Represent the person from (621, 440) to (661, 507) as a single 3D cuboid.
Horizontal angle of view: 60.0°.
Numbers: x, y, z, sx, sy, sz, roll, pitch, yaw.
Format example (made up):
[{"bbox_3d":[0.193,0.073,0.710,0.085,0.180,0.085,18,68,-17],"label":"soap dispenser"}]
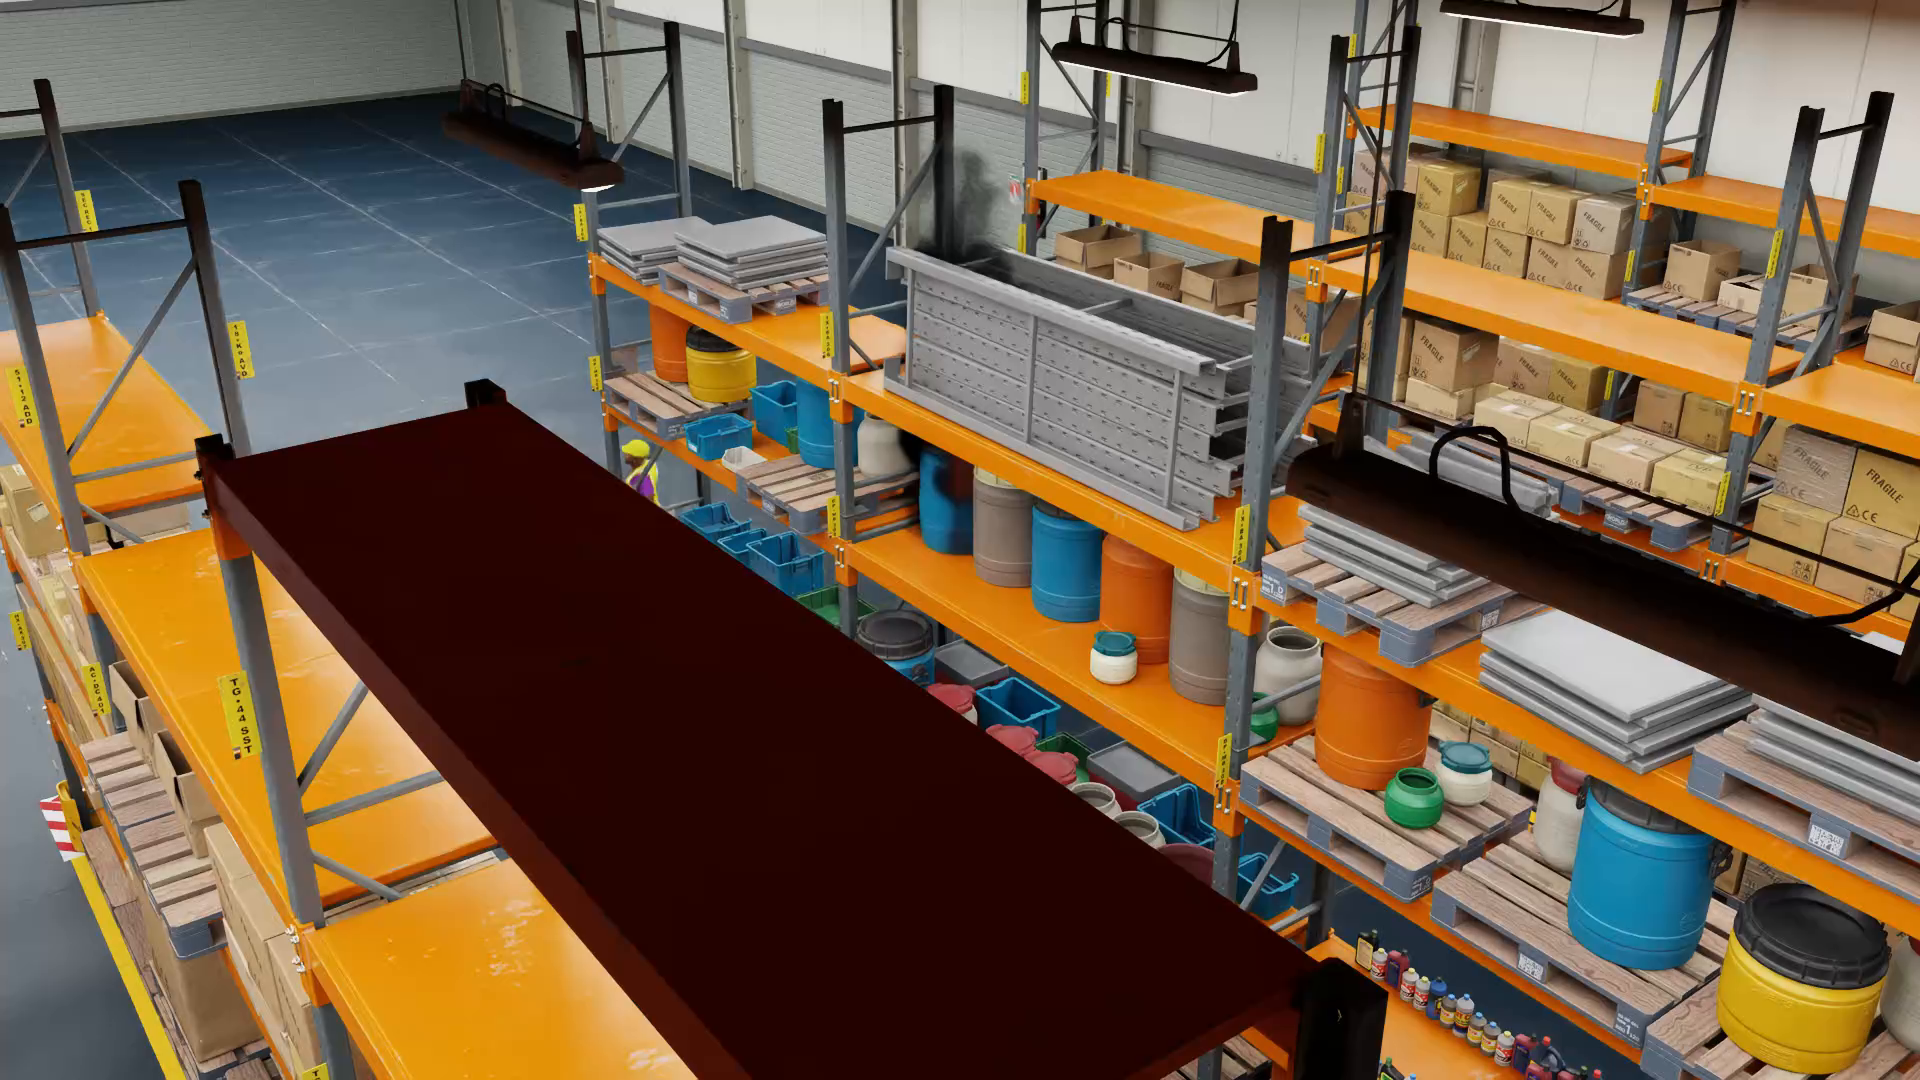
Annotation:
[{"bbox_3d":[-3.371,-0.234,17.405,0.587,1.717,0.744,1,25,3],"label":"person"}]
